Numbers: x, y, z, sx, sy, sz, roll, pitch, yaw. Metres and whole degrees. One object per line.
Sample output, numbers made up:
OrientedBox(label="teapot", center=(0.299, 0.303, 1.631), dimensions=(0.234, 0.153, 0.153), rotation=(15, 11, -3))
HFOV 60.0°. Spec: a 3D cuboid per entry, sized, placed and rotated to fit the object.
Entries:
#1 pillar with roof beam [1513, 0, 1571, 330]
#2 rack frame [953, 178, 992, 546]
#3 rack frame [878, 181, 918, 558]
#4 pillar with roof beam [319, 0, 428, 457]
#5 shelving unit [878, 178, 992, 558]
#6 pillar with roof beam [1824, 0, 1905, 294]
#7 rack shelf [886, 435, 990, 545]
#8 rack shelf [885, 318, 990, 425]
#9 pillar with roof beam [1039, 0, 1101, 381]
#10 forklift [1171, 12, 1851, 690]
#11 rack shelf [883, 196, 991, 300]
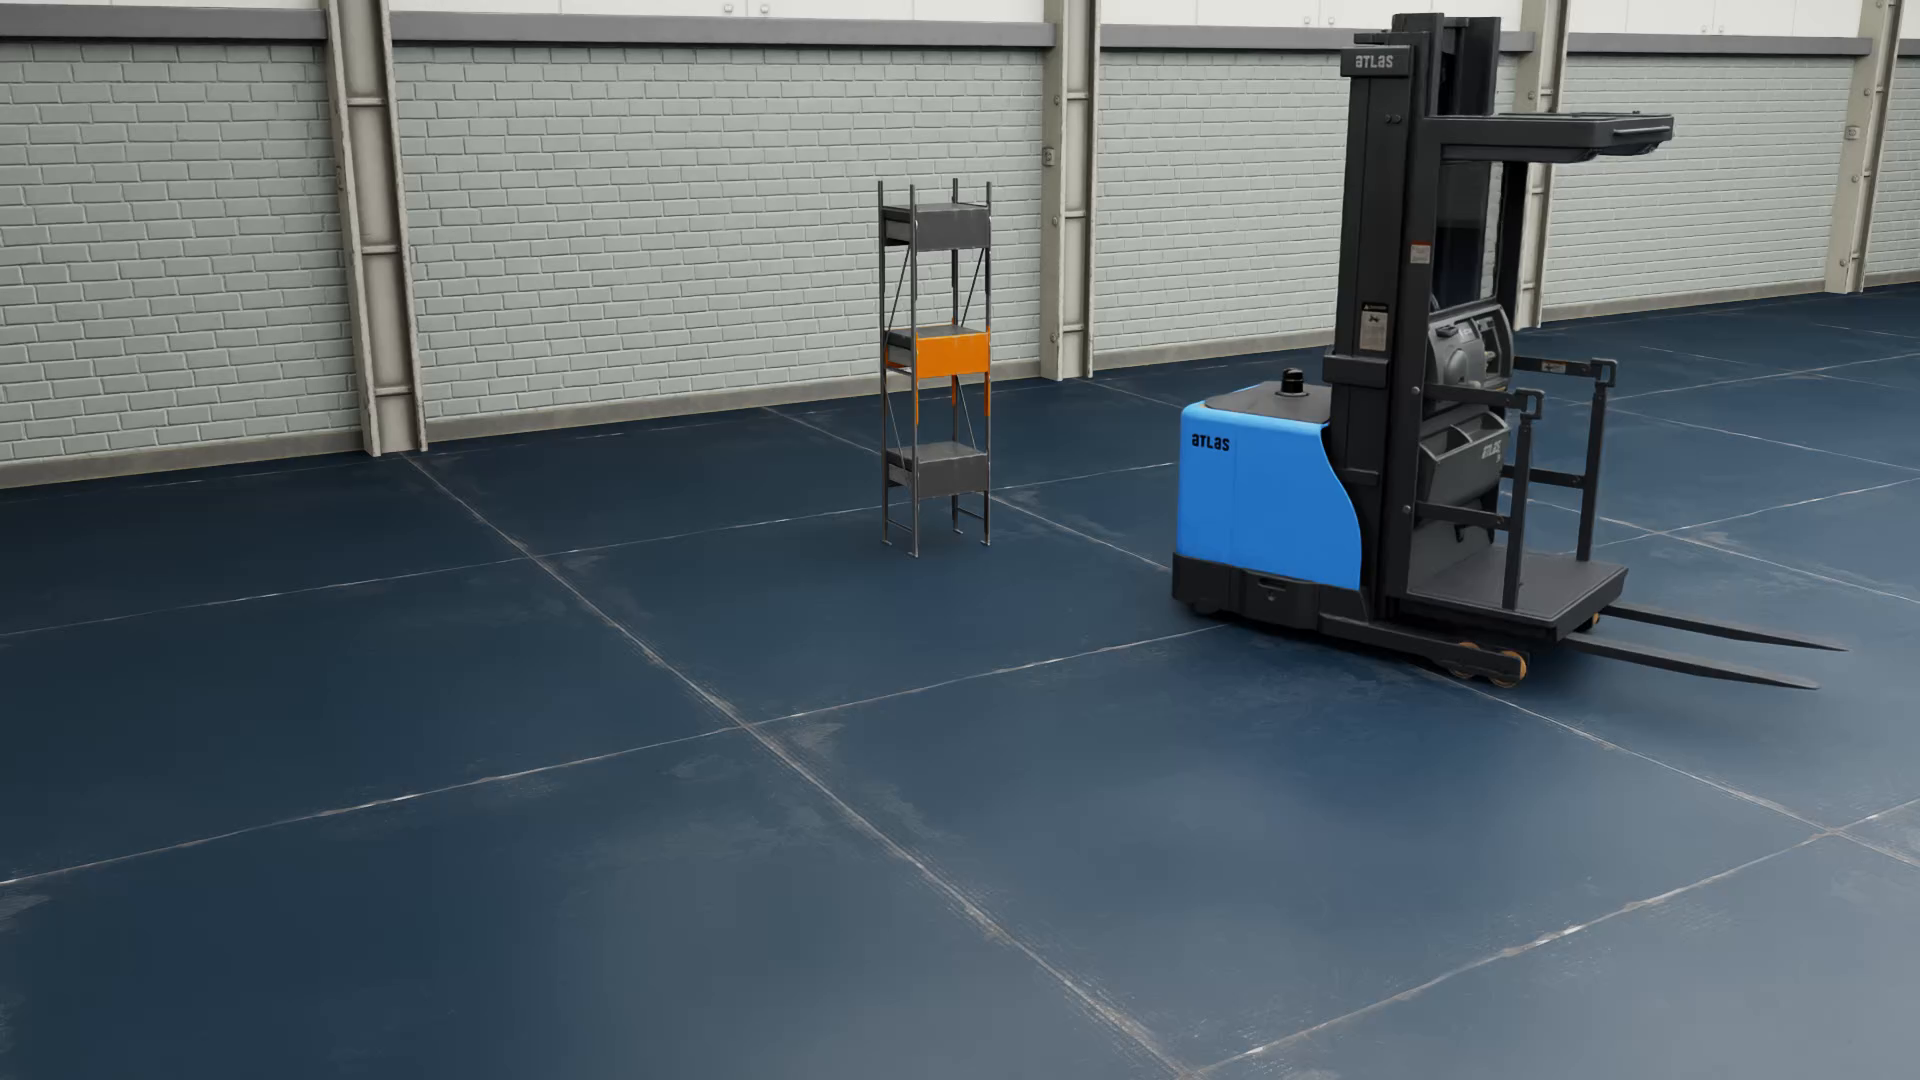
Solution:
OrientedBox(label="pillar with roof beam", center=(8.332, -5.673, 13.476), dimensions=(0.400, 9.000, 9.100), rotation=(-9, 18, -30))
OrientedBox(label="rack frame", center=(0.067, -1.022, 9.665), dimensions=(0.015, 2.100, 0.400), rotation=(-9, 18, -30))
OrientedBox(label="rack frame", center=(-0.351, -0.954, 9.423), dimensions=(0.015, 2.100, 0.400), rotation=(-9, 18, -30))
OrientedBox(label="pillar with roof beam", center=(-1.954, -4.005, 7.525), dimensions=(0.400, 9.000, 9.100), rotation=(-9, 18, -30))
OrientedBox(label="shelving unit", center=(-0.142, -0.988, 9.544), dimensions=(0.503, 2.100, 0.431), rotation=(-9, 18, -30))
OrientedBox(label="pillar with roof beam", center=(13.475, -6.507, 16.451), dimensions=(0.400, 9.000, 9.100), rotation=(-9, 18, -30))
OrientedBox(label="rack shelf", center=(-0.142, -0.301, 9.737), dimensions=(0.480, 0.518, 0.431), rotation=(-9, 18, -30))
OrientedBox(label="rack shelf", center=(-0.142, -0.975, 9.548), dimensions=(0.480, 0.518, 0.431), rotation=(-9, 18, -30))
OrientedBox(label="pillar with roof beam", center=(3.189, -4.839, 10.501), dimensions=(0.400, 9.000, 9.100), rotation=(-9, 18, -30))
OrientedBox(label="forklift", center=(2.566, -0.904, 7.705), dimensions=(3.031, 2.935, 1.130), rotation=(12, 20, 37))
OrientedBox(label="rack shelf", center=(-0.142, -1.649, 9.359), dimensions=(0.480, 0.518, 0.431), rotation=(-9, 18, -30))
